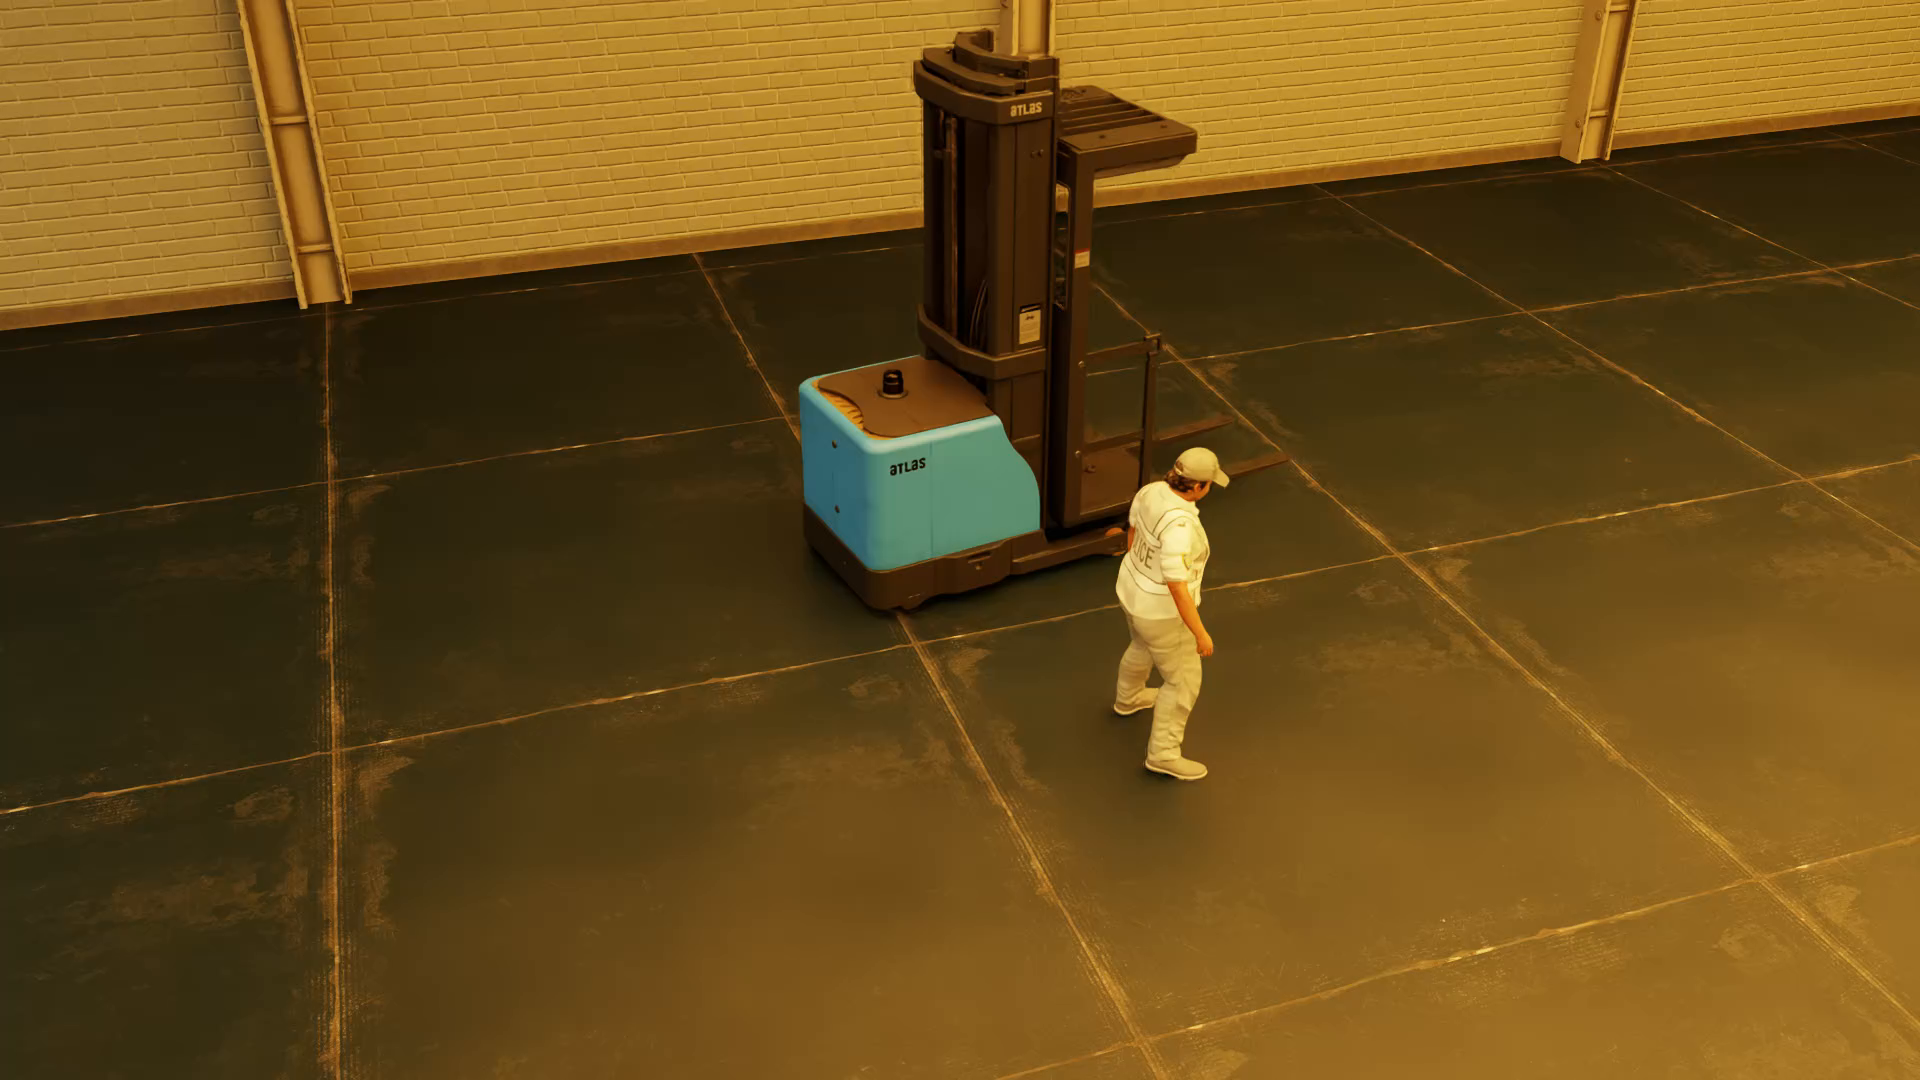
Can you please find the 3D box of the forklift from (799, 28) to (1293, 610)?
[{"bbox_3d":[0.614,-1.392,9.506,3.031,2.935,1.130,-15,33,-24],"label":"forklift"}]

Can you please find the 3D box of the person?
[{"bbox_3d":[0.982,0.286,7.891,0.468,1.651,0.778,-7,31,-11],"label":"person"}]
